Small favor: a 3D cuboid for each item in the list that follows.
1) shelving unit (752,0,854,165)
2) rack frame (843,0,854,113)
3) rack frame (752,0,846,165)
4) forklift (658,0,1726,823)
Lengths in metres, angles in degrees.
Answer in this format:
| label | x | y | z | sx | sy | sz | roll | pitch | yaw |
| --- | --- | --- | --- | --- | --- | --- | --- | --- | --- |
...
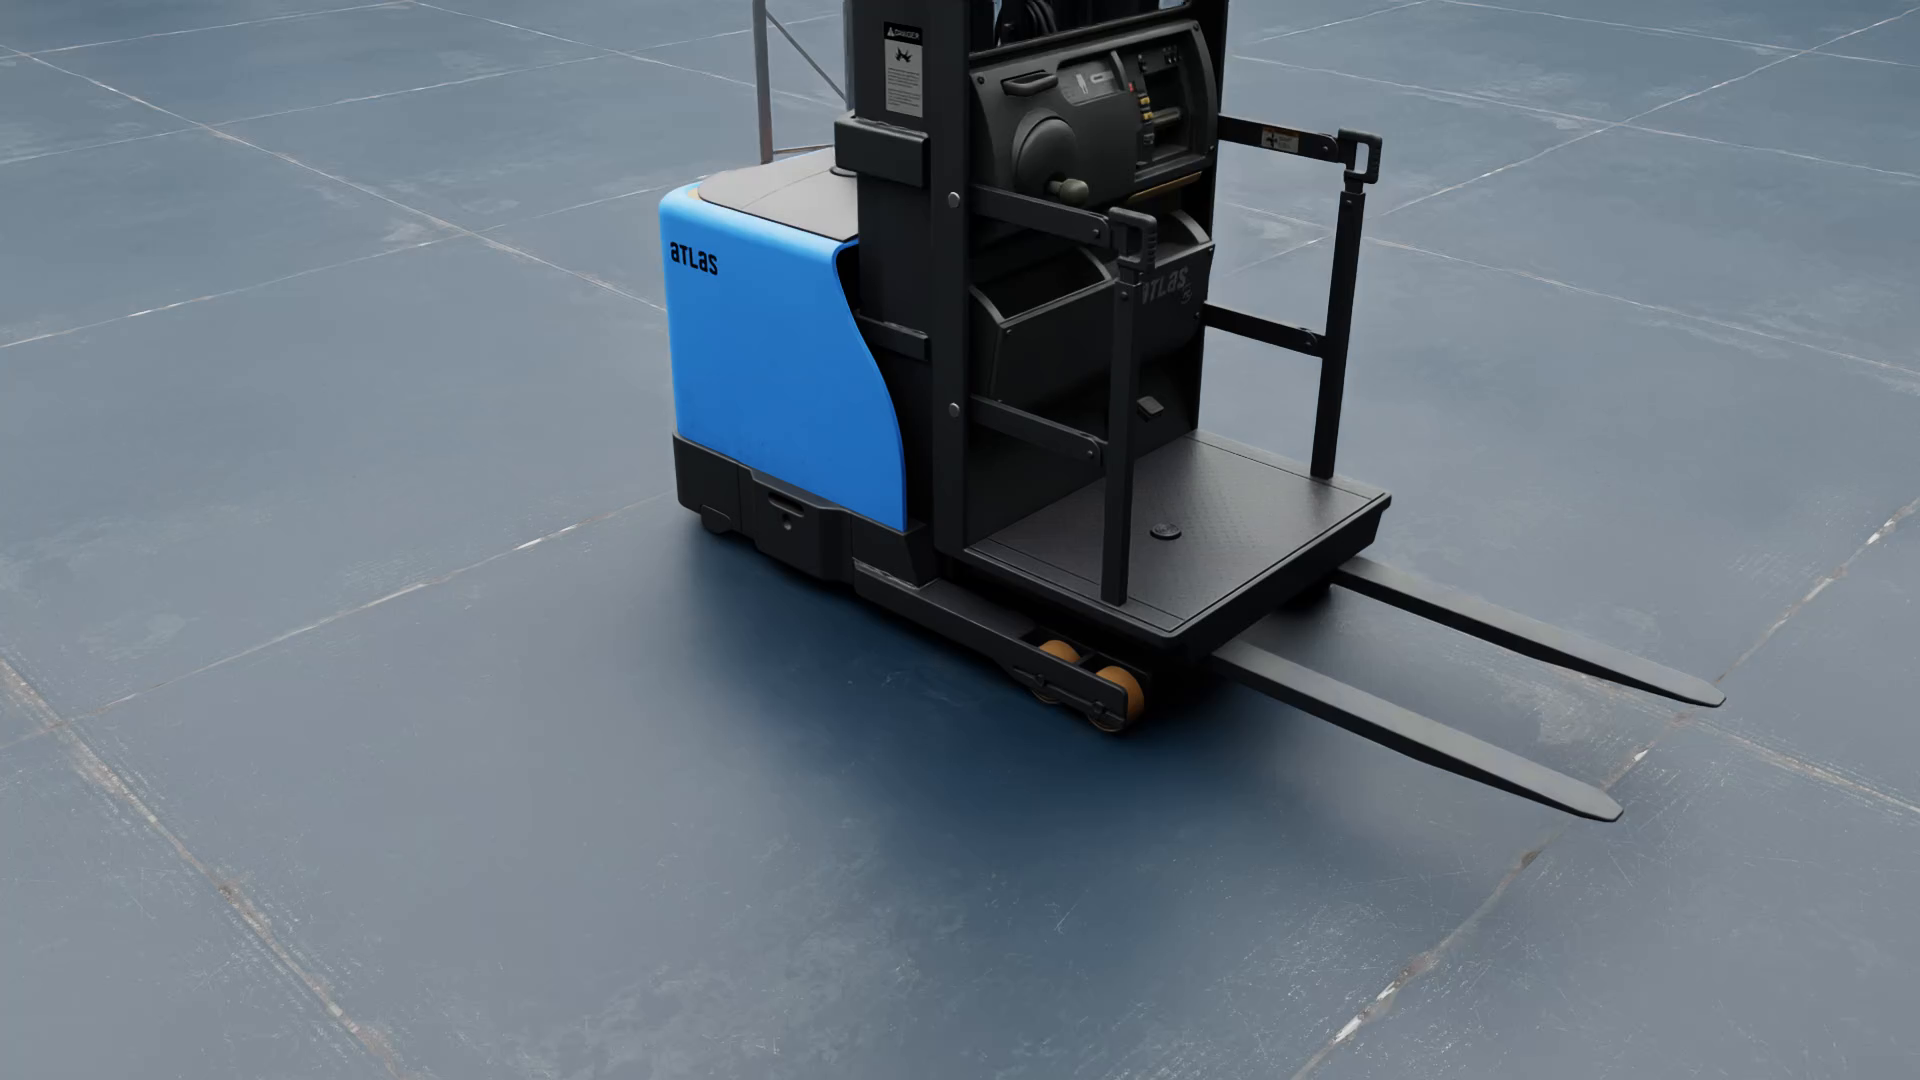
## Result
| label | x | y | z | sx | sy | sz | roll | pitch | yaw |
| --- | --- | --- | --- | --- | --- | --- | --- | --- | --- |
| shelving unit | -0.349 | -1.342 | 6.192 | 0.587 | 1.500 | 1.083 | -11 | 30 | -21 |
| rack frame | -0.143 | -1.122 | 5.772 | 0.500 | 1.500 | 0.032 | -11 | 30 | -21 |
| rack frame | -0.548 | -1.556 | 6.597 | 0.500 | 1.500 | 0.032 | -11 | 30 | -21 |
| forklift | 0.521 | -1.077 | 4.149 | 3.031 | 2.935 | 1.130 | 23 | 35 | 36 |
